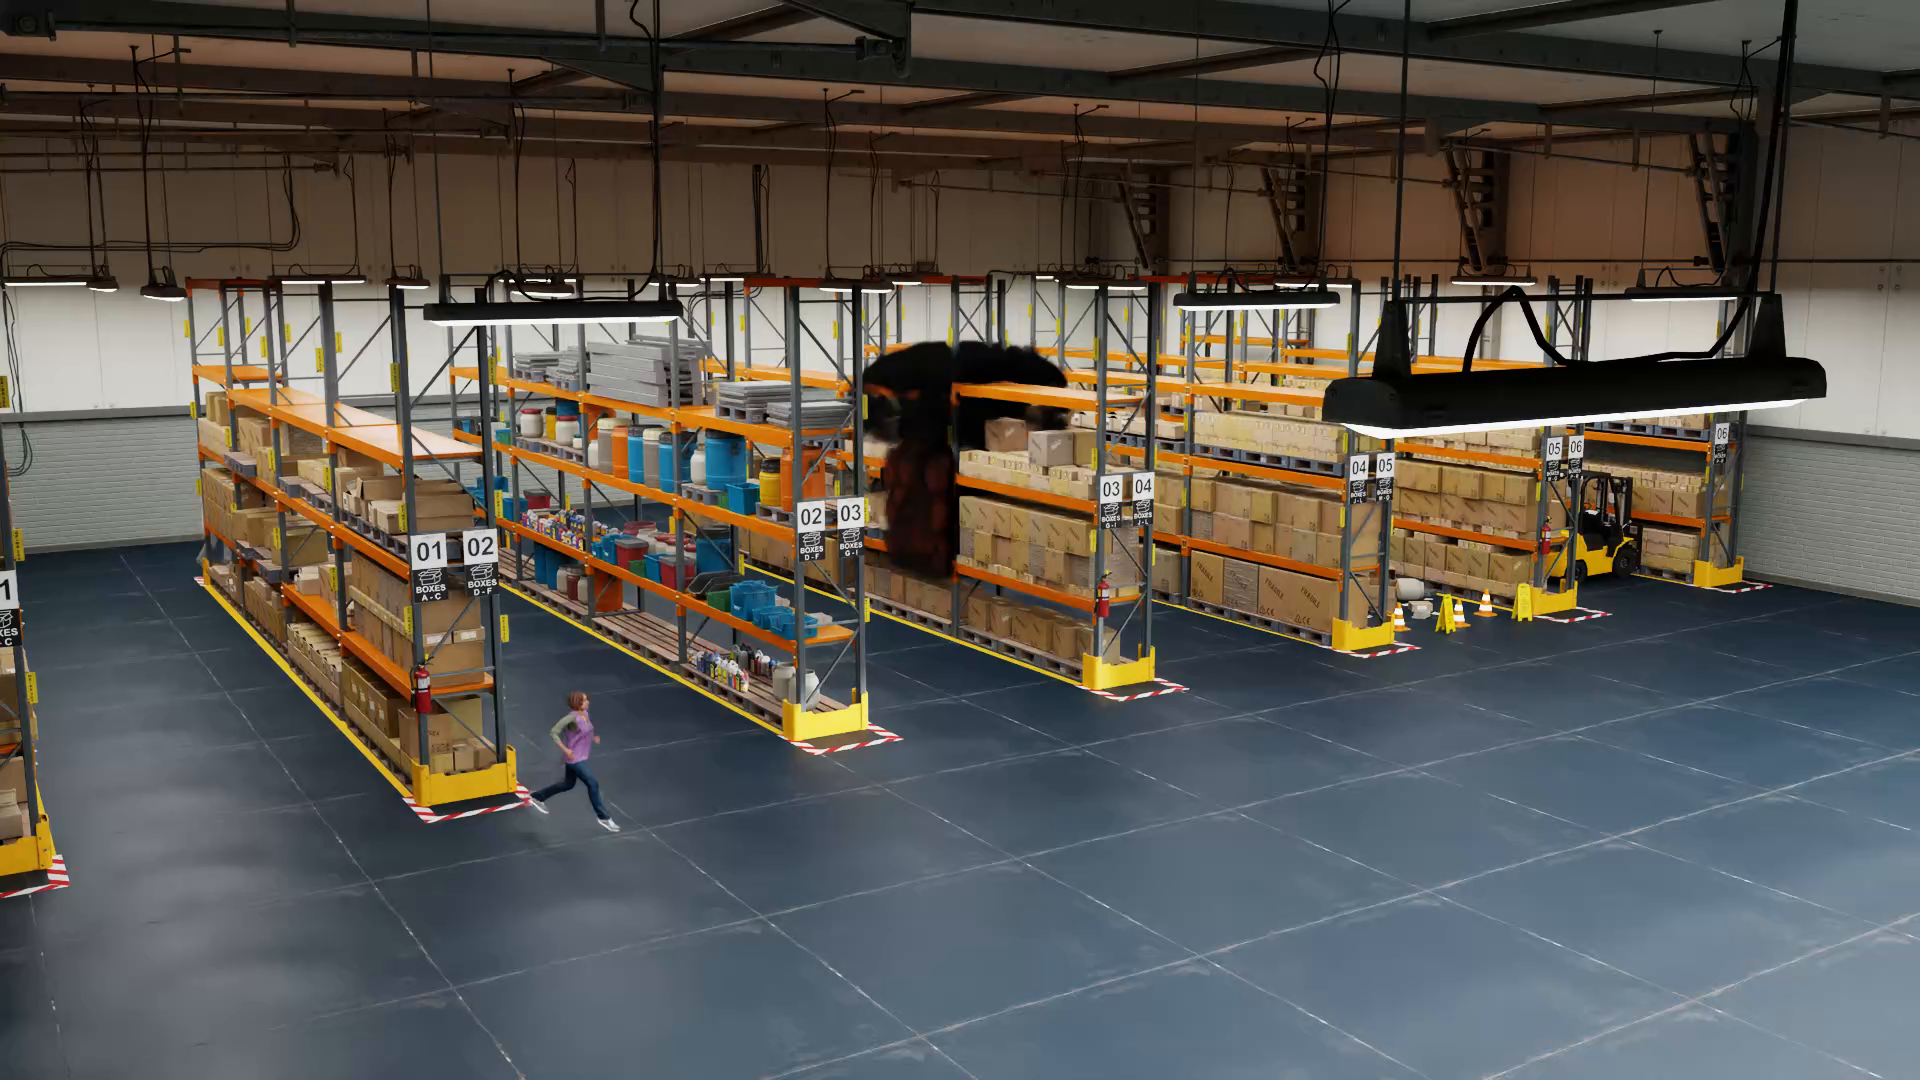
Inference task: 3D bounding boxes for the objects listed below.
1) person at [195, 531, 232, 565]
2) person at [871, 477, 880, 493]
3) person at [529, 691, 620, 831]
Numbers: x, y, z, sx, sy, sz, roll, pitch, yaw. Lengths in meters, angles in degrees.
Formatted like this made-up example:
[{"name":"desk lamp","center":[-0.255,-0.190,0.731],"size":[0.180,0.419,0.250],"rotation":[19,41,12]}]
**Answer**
[{"name":"person","center":[-15.464,-0.241,34.432],"size":[0.836,1.854,0.655],"rotation":[-1,10,-5]},{"name":"person","center":[-2.152,-1.490,42.077],"size":[0.571,1.658,0.737],"rotation":[-2,10,-12]},{"name":"person","center":[-4.332,2.467,18.615],"size":[1.023,1.604,0.495],"rotation":[0,10,-1]}]
